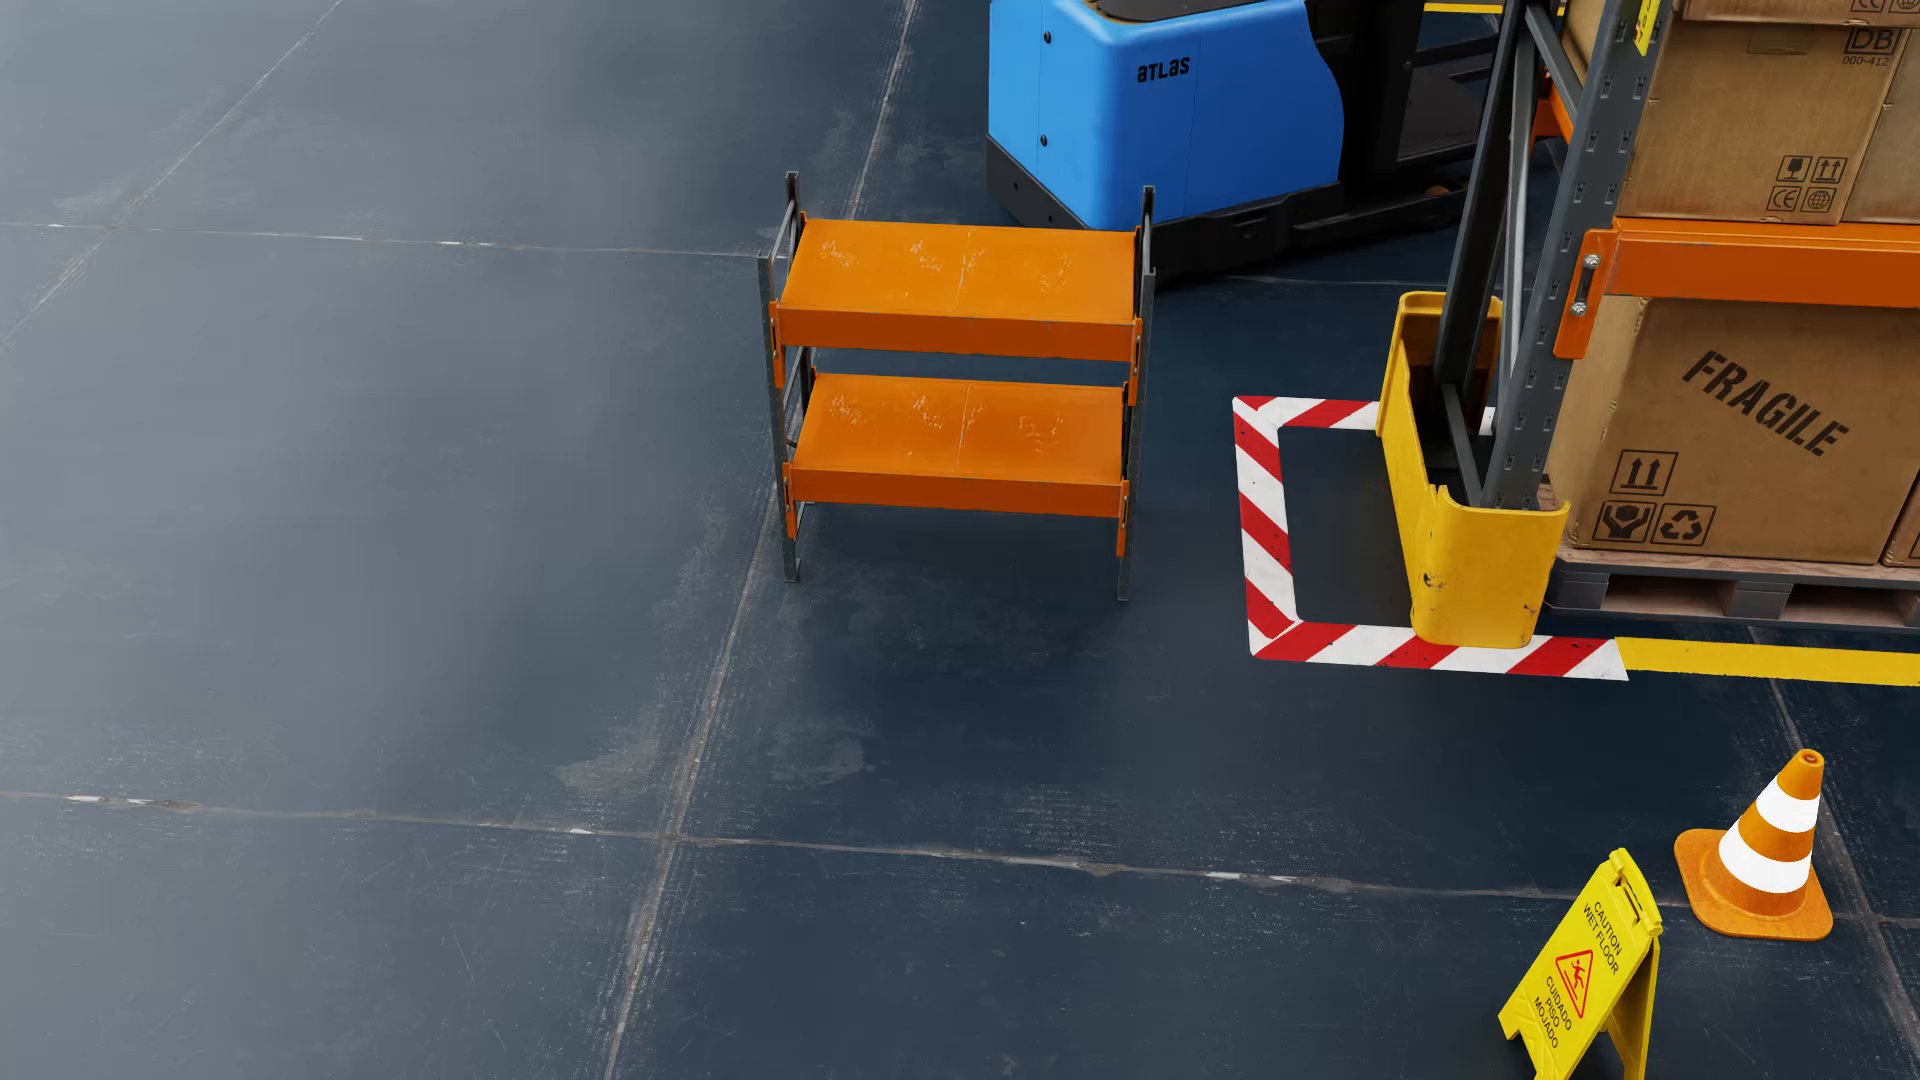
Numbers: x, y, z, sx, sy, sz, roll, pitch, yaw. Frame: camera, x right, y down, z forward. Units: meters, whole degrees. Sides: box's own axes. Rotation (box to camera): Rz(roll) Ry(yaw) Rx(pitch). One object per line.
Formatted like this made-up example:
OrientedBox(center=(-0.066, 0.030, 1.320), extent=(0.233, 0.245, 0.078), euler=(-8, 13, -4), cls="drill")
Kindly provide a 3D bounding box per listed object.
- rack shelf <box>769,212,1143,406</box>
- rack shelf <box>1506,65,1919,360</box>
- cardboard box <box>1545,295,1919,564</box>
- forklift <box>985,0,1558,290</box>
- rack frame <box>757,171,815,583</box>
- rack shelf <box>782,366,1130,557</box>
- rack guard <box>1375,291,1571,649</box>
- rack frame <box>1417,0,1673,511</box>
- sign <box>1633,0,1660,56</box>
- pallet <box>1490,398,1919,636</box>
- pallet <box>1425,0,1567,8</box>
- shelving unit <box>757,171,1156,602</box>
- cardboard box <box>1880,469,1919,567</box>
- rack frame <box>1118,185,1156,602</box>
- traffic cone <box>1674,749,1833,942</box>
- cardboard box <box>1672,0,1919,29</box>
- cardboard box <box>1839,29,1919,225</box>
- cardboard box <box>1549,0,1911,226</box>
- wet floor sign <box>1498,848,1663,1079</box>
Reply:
OrientedBox(center=(0.007, -0.663, 4.710), extent=(1.000, 0.278, 0.538), euler=(3, 39, 4), cls="rack shelf")
OrientedBox(center=(3.575, -0.829, 4.462), extent=(4.000, 0.370, 1.077), euler=(3, 39, 4), cls="rack shelf")
OrientedBox(center=(2.264, -0.560, 4.913), extent=(0.875, 0.875, 0.875), euler=(3, 39, 4), cls="cardboard box")
OrientedBox(center=(1.662, -2.702, 6.248), extent=(3.031, 2.935, 1.130), euler=(-16, 42, -19), cls="forklift")
OrientedBox(center=(-0.500, -0.464, 4.928), extent=(0.032, 1.125, 0.500), euler=(3, 39, 4), cls="rack frame")
OrientedBox(center=(0.007, -0.246, 5.049), extent=(1.000, 0.278, 0.538), euler=(3, 39, 4), cls="rack shelf")
OrientedBox(center=(1.559, -0.249, 5.159), extent=(0.348, 0.500, 1.175), euler=(3, 39, 4), cls="rack guard")
OrientedBox(center=(1.583, -1.217, 4.369), extent=(0.127, 3.000, 1.000), euler=(3, 39, 4), cls="rack frame")
OrientedBox(center=(1.529, -1.235, 3.642), extent=(0.005, 0.325, 0.100), euler=(3, 39, 4), cls="sign")
OrientedBox(center=(2.386, -0.141, 5.256), extent=(1.213, 0.211, 1.003), euler=(3, 39, 4), cls="pallet")
OrientedBox(center=(2.993, -3.179, 8.988), extent=(1.213, 0.211, 1.003), euler=(3, 39, 4), cls="pallet")
OrientedBox(center=(0.007, -0.436, 4.894), extent=(1.048, 1.125, 0.538), euler=(3, 39, 4), cls="shelving unit")
OrientedBox(center=(3.141, -0.514, 4.855), extent=(0.875, 0.875, 0.875), euler=(3, 39, 3), cls="cardboard box")
OrientedBox(center=(0.513, -0.408, 4.860), extent=(0.032, 1.125, 0.500), euler=(3, 39, 4), cls="rack frame")
OrientedBox(center=(1.989, 0.689, 4.037), extent=(0.334, 0.463, 0.336), euler=(3, 39, 4), cls="traffic cone")
OrientedBox(center=(1.949, -1.649, 3.926), extent=(0.550, 0.550, 0.875), euler=(3, 39, 4), cls="cardboard box")
OrientedBox(center=(2.506, -1.267, 4.312), extent=(0.550, 0.550, 0.875), euler=(3, 39, 4), cls="cardboard box")
OrientedBox(center=(1.956, -1.283, 4.332), extent=(0.550, 0.550, 0.875), euler=(3, 39, 4), cls="cardboard box")
OrientedBox(center=(1.383, 0.940, 3.584), extent=(0.232, 0.644, 0.267), euler=(-3, 39, -4), cls="wet floor sign")
